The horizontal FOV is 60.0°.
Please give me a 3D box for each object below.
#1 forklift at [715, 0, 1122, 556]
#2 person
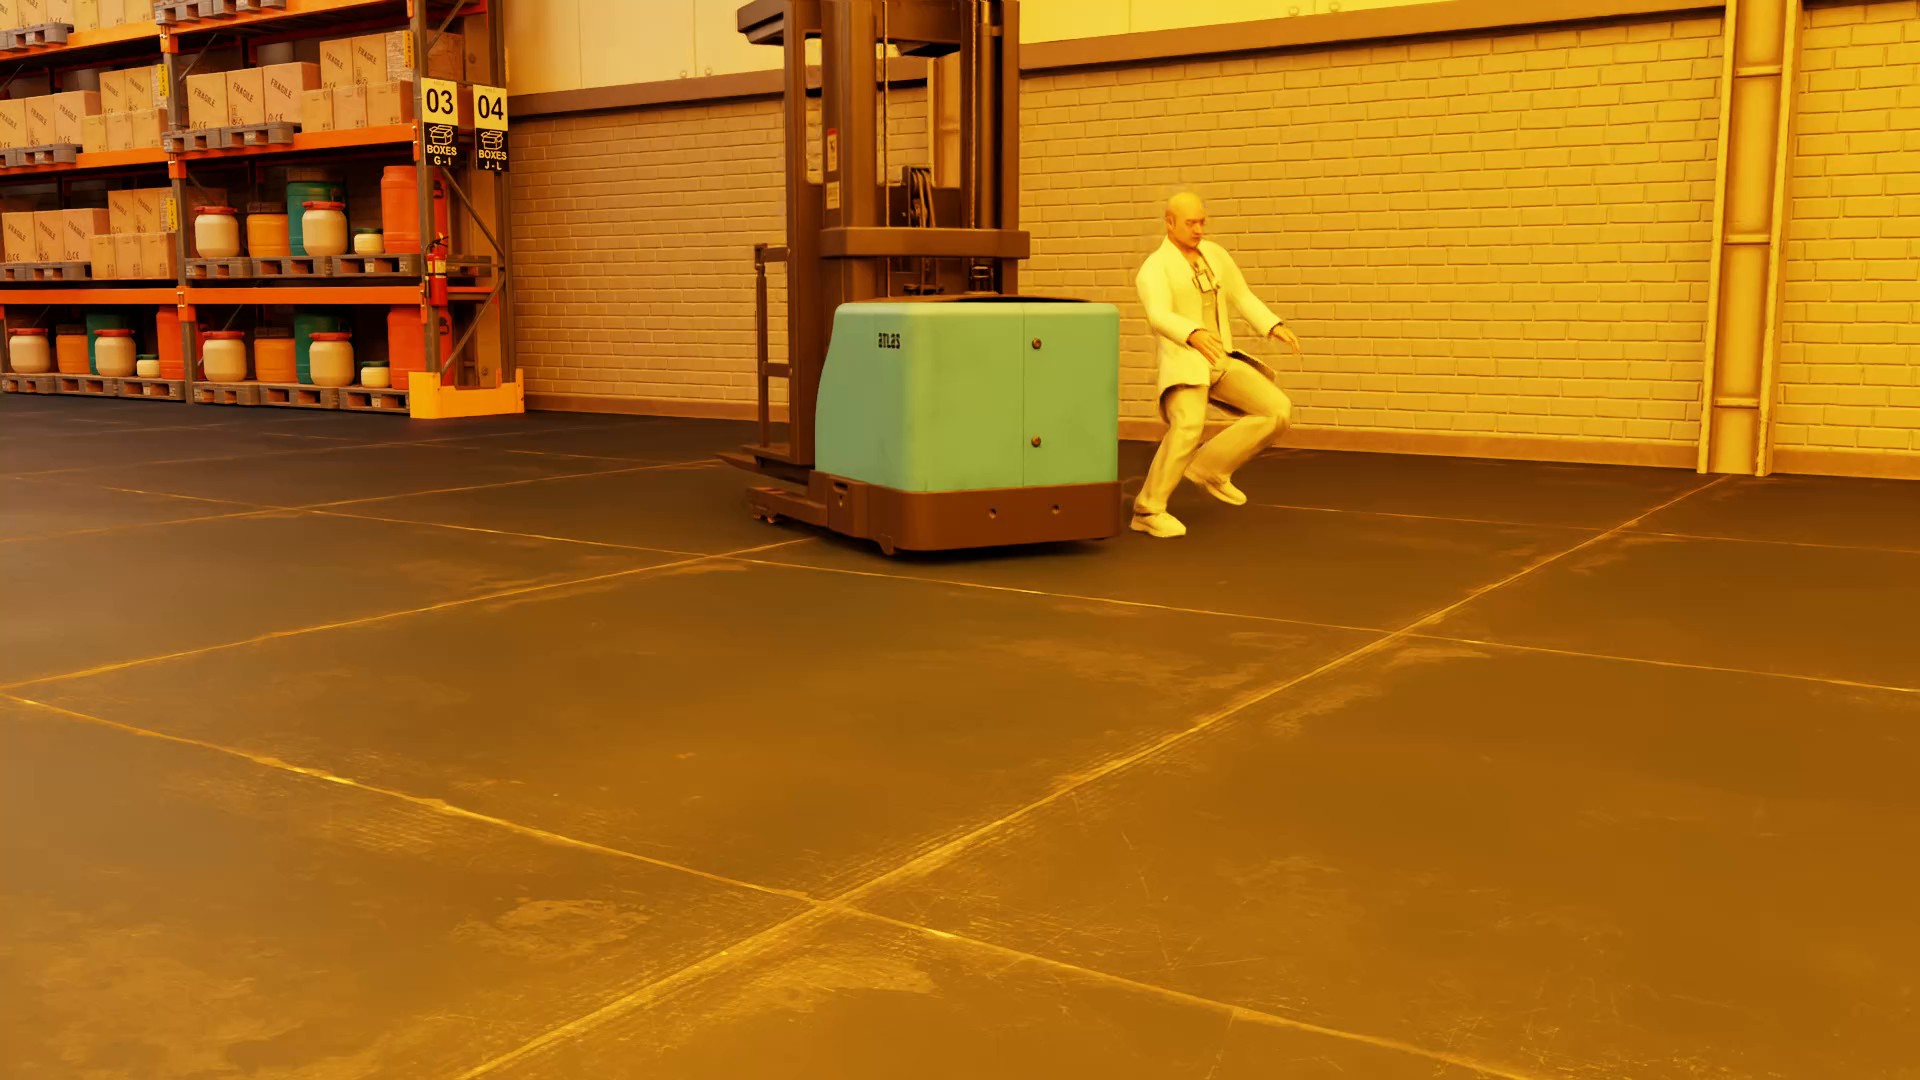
[{"bbox_3d":[-0.415,-1.553,8.117,1.130,2.935,3.031,-4,9,-27],"label":"forklift"},{"bbox_3d":[1.223,-0.846,7.907,0.854,1.599,0.757,-5,10,-32],"label":"person"}]
